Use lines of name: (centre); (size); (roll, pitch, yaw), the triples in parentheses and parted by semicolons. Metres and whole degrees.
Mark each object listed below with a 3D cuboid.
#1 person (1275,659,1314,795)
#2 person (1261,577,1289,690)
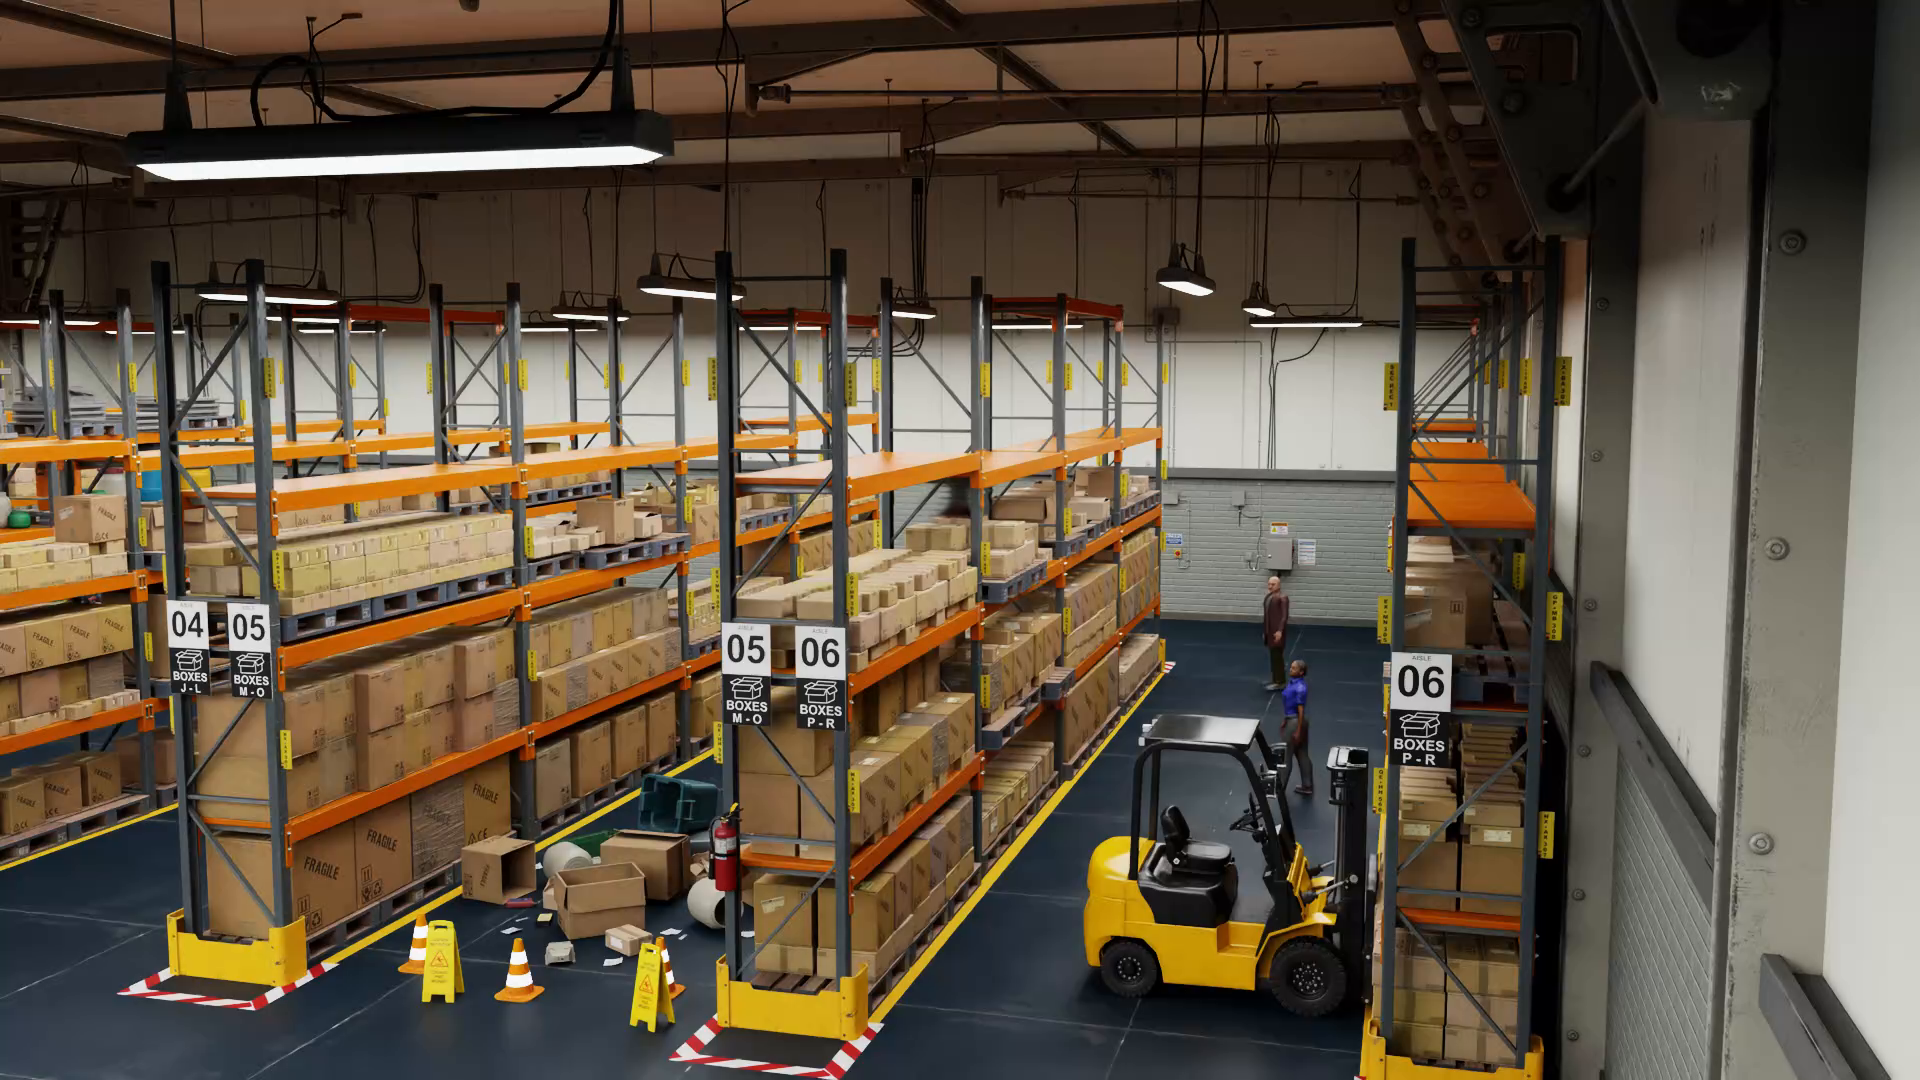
person: (3.954, 2.248, 19.976); (0.605, 1.639, 0.509); (2, 6, 20)
person: (4.998, 1.474, 26.452); (0.383, 1.781, 0.608); (-1, 6, -10)
